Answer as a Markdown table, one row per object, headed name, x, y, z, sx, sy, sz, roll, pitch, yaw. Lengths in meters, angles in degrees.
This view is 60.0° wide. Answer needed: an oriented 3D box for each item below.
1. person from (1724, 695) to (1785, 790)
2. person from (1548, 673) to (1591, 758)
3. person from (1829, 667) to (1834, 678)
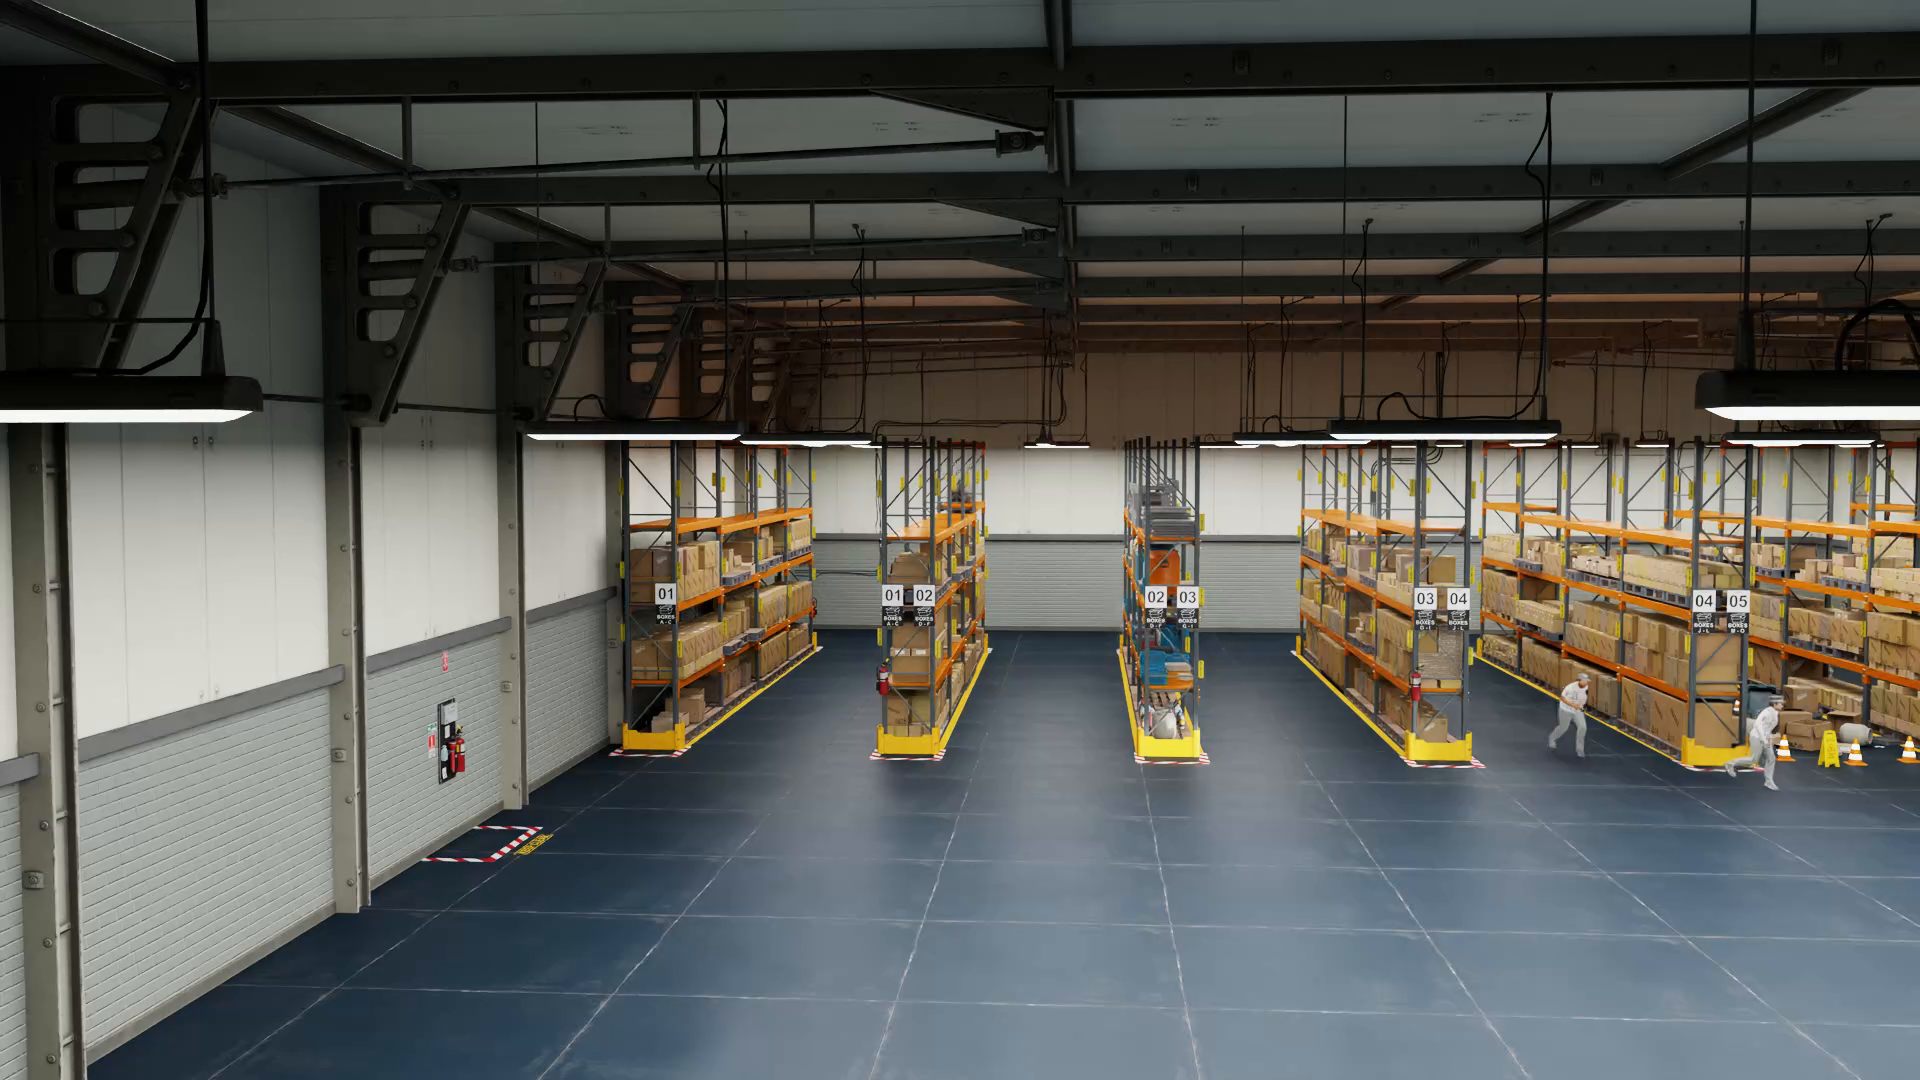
| name | x | y | z | sx | sy | sz | roll | pitch | yaw |
| --- | --- | --- | --- | --- | --- | --- | --- | --- | --- |
| person | 13.566 | 3.426 | 28.392 | 0.924 | 1.629 | 0.635 | 2 | 4 | 36 |
| person | 11.521 | 3.279 | 31.417 | 0.648 | 1.627 | 1.037 | -1 | 3 | -23 |
| person | 21.173 | 2.726 | 40.885 | 0.625 | 1.700 | 0.760 | 0 | 3 | -4 |
